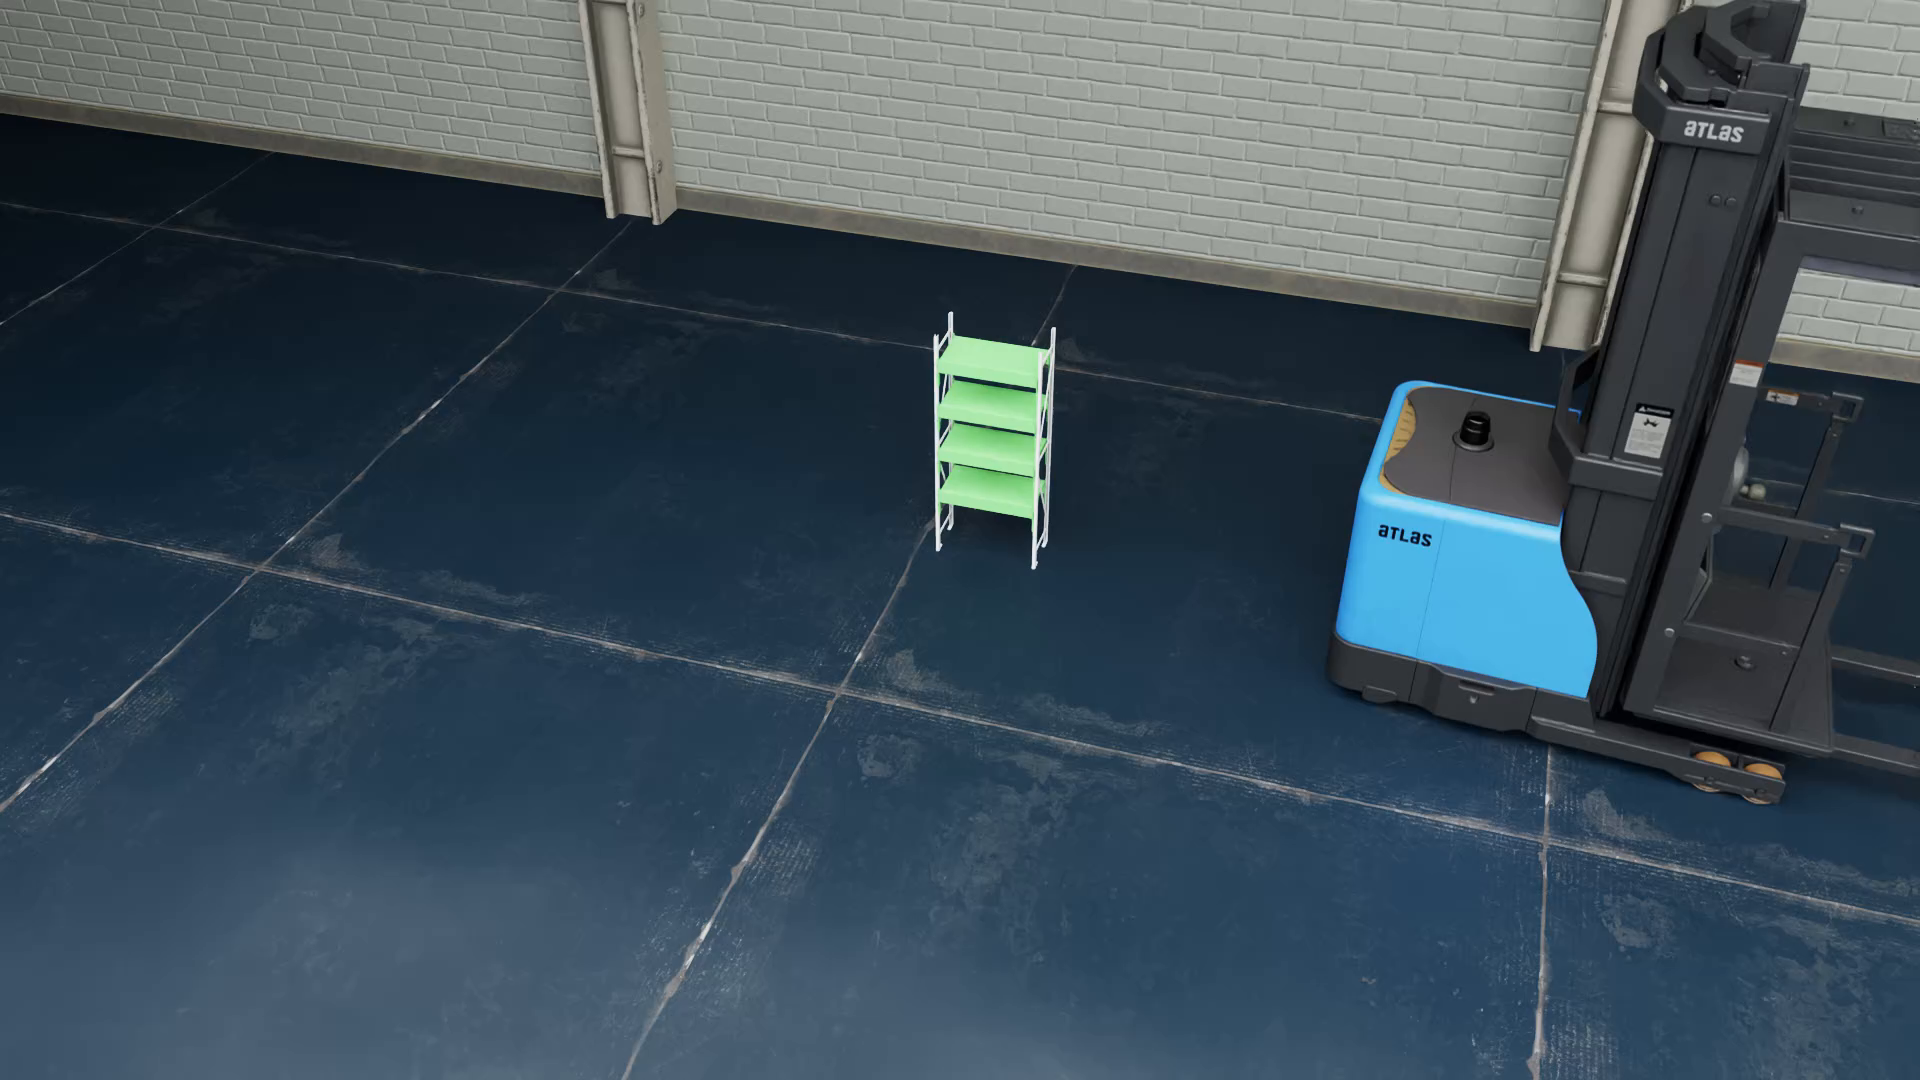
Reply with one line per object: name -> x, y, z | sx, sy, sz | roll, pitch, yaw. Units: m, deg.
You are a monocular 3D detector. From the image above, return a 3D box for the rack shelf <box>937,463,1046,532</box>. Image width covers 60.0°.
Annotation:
rack shelf -> 0.158, -0.209, 8.035 | 0.480, 0.148, 0.258 | 10, 38, 14

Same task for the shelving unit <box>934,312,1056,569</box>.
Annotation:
shelving unit -> 0.158, -0.454, 7.855 | 0.503, 1.200, 0.258 | 10, 38, 14

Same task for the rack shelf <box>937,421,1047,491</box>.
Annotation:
rack shelf -> 0.158, -0.403, 7.892 | 0.480, 0.148, 0.258 | 10, 38, 14

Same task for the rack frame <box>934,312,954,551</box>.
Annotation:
rack frame -> -0.075, -0.497, 7.913 | 0.015, 1.200, 0.240 | 10, 38, 14

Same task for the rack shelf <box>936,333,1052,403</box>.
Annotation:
rack shelf -> 0.158, -0.789, 7.608 | 0.480, 0.148, 0.258 | 10, 38, 14

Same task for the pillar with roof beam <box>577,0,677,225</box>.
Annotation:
pillar with roof beam -> -3.433, -3.414, 5.297 | 0.400, 9.000, 9.100 | 10, 38, 14

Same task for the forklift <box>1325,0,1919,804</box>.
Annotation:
forklift -> 3.182, -0.461, 6.404 | 3.031, 2.935, 1.130 | 13, 38, 17

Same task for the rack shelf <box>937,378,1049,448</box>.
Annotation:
rack shelf -> 0.158, -0.596, 7.750 | 0.480, 0.148, 0.258 | 10, 38, 14

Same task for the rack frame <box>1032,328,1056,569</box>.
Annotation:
rack frame -> 0.391, -0.411, 7.796 | 0.015, 1.200, 0.240 | 10, 38, 14

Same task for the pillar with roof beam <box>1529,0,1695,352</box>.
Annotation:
pillar with roof beam -> 2.294, -2.353, 3.856 | 0.400, 9.000, 9.100 | 10, 38, 14
